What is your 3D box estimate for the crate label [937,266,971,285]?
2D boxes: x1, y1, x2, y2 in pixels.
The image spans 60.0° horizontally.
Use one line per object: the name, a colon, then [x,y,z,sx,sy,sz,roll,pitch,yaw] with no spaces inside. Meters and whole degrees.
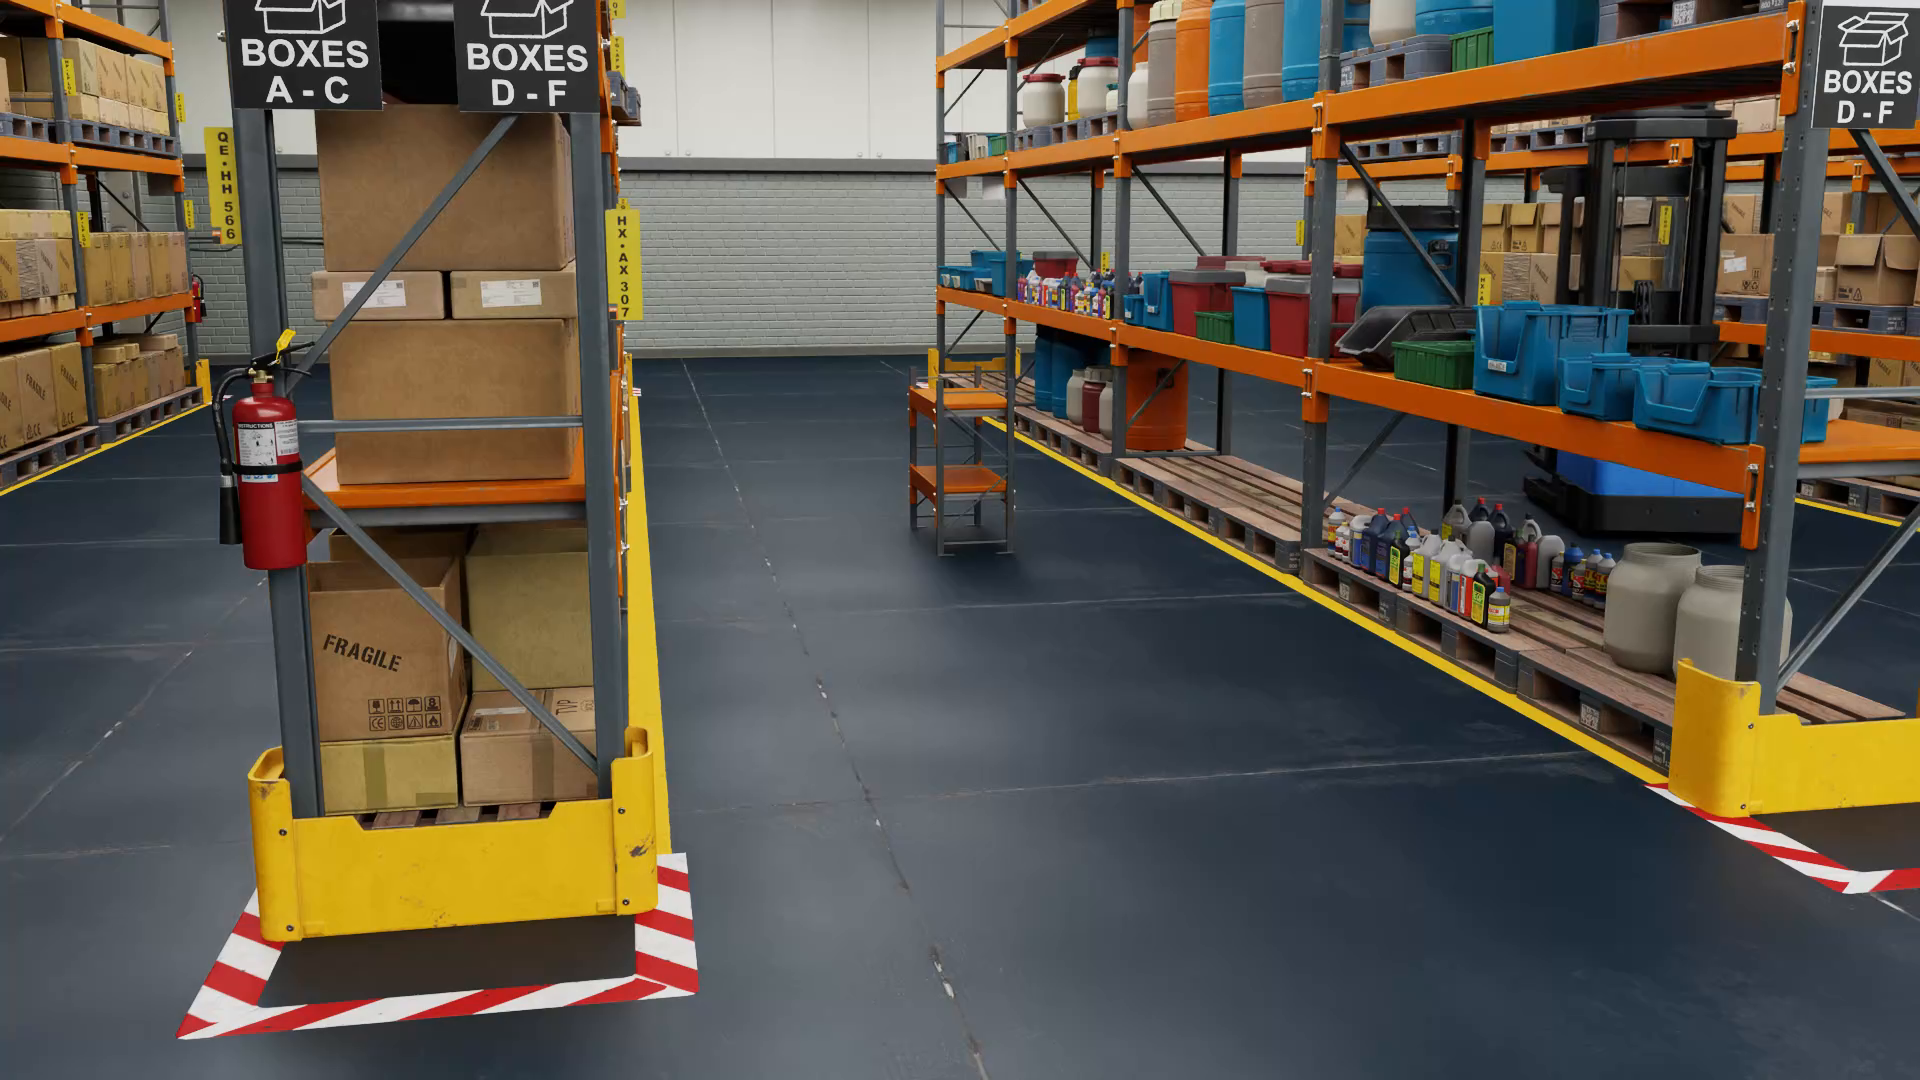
crate label: [-0.073,-3.340,21.012,0.416,0.233,0.303,-2,11,-11]

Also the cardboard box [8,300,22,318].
cardboard box: [-8.191,-1.957,14.073,0.380,0.149,0.250,-2,11,-13]

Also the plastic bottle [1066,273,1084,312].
plastic bottle: [1.048,-2.258,15.170,0.144,0.351,0.185,-2,11,-11]

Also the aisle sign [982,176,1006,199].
aisle sign: [0.475,-4.751,21.185,0.394,0.787,0.004,-2,11,-11]

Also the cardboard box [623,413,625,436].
cardboard box: [-2.758,-0.848,12.359,0.500,0.311,0.500,-2,11,-10]

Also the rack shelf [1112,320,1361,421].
rack shelf: [2.147,-1.263,11.734,1.077,0.370,4.000,-2,11,-11]

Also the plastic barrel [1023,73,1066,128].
plastic barrel: [0.836,-4.358,16.561,0.433,0.535,0.433,0,11,0]

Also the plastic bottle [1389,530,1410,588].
plastic bottle: [2.314,0.098,8.746,0.061,0.283,0.133,-2,11,-8]

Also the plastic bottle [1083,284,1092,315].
plastic bottle: [1.135,-2.114,14.627,0.097,0.271,0.097,0,11,0]

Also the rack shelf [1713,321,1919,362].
rack shelf: [7.005,-1.443,12.680,1.077,0.370,4.000,-2,11,-11]

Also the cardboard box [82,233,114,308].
cardboard box: [-8.828,-2.604,16.053,0.980,0.700,0.700,-2,11,-10]

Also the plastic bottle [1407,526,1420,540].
plastic bottle: [2.432,0.060,8.980,0.097,0.271,0.097,0,11,0]

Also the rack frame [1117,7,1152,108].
rack frame: [1.758,-4.930,13.033,1.000,3.000,0.127,-2,11,-11]

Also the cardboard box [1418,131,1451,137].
cardboard box: [5.627,-4.816,18.799,0.700,0.500,0.500,-3,11,-14]

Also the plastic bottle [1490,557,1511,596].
plastic bottle: [2.609,0.230,8.053,0.061,0.283,0.133,-2,11,-11]

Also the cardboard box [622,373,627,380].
cardboard box: [-3.318,-1.263,15.316,0.500,0.500,0.500,-2,11,-10]

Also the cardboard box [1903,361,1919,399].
cardboard box: [10.711,-1.795,18.167,0.500,0.500,0.500,-2,11,-8]

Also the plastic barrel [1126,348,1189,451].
plastic barrel: [1.646,-1.213,14.226,0.600,0.830,0.708,-2,11,-11]

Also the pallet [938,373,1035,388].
pallet: [0.324,-1.928,20.761,1.003,0.211,1.213,-2,11,-11]

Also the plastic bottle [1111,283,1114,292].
plastic bottle: [1.495,-2.358,15.909,0.097,0.271,0.097,0,11,0]

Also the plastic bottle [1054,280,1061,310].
plastic bottle: [0.936,-2.302,15.615,0.097,0.271,0.097,0,11,0]

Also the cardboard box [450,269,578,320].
cardboard box: [-1.411,-0.784,5.292,0.380,0.149,0.250,-2,11,-11]

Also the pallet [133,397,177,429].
pallet: [-9.050,-1.353,17.742,1.003,0.211,1.213,-2,11,-11]

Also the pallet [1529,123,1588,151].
pallet: [6.218,-3.865,15.965,1.003,0.211,1.213,-2,11,-8]

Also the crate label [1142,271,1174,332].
crate label: [1.686,-1.809,12.582,0.502,0.435,0.616,-2,11,-11]

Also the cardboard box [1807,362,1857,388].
cardboard box: [6.889,-1.301,13.514,0.500,0.250,0.500,-1,11,-5]

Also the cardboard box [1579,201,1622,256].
cardboard box: [6.366,-2.960,15.773,0.797,0.503,0.637,-2,11,-10]

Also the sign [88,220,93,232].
sign: [-10.062,-3.535,19.221,0.100,0.325,0.005,-2,11,-11]

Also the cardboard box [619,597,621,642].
cardboard box: [-1.820,0.335,7.647,0.500,0.250,0.500,-2,11,-11]

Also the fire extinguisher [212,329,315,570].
fire extinguisher: [-1.979,-0.260,4.747,0.296,0.674,0.183,-2,11,-11]

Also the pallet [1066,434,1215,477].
pallet: [1.563,-0.756,14.606,1.003,0.211,1.213,-2,11,-11]

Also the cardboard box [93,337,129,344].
cardboard box: [-9.355,-2.139,18.241,0.380,0.149,0.250,-2,11,-11]

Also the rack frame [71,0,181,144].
rack frame: [-9.516,-6.037,18.849,1.000,3.000,0.127,-2,11,-11]

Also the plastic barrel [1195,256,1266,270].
plastic barrel: [2.145,-1.976,13.192,0.600,0.536,0.708,-2,11,-11]

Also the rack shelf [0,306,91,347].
rack shelf: [-8.349,-1.636,13.696,1.077,0.370,4.000,-2,11,-11]

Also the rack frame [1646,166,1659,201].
rack frame: [9.945,-3.792,23.099,1.000,3.000,0.127,-2,11,-11]

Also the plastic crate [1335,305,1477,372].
plastic crate: [2.513,-1.118,9.217,0.767,0.338,0.504,-2,11,-11]

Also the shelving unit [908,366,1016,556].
shelving unit: [-0.001,-0.554,11.098,0.538,1.125,1.048,-2,11,-11]

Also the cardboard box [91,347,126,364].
cardboard box: [-8.671,-1.864,16.794,0.380,0.149,0.250,-2,11,-9]

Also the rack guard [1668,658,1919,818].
rack guard: [3.253,0.700,6.183,1.175,0.500,0.348,-2,11,-11]

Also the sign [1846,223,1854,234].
sign: [10.192,-3.463,19.053,0.100,0.325,0.005,-2,11,-11]

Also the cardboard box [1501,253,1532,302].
cardboard box: [5.878,-2.669,16.928,0.500,0.500,0.500,-2,11,-12]

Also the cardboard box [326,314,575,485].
cardboard box: [-1.624,-0.472,5.385,0.700,0.500,0.500,-2,11,-11]

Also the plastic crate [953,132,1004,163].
plastic crate: [0.229,-4.603,19.503,0.504,0.338,0.767,-2,11,-11]

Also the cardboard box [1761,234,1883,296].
cardboard box: [6.967,-2.222,13.460,0.700,0.500,0.500,0,11,-3]

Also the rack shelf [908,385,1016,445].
rack shelf: [-0.001,-0.841,11.043,0.538,0.278,1.000,-2,11,-11]

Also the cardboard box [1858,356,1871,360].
cardboard box: [10.859,-2.228,19.788,0.380,0.149,0.250,-2,11,-9]

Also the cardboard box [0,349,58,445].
cardboard box: [-8.308,-1.229,14.260,0.750,0.750,0.750,-2,11,-9]

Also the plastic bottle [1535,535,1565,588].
plastic bottle: [3.071,0.104,8.734,0.152,0.276,0.135,-2,11,-10]

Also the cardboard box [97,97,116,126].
cardboard box: [-8.699,-4.242,16.450,0.500,0.250,0.500,-2,11,-12]

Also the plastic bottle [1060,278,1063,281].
plastic bottle: [1.025,-2.393,16.078,0.152,0.276,0.135,-2,11,-11]

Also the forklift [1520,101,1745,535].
forklift: [4.908,-1.703,12.307,1.130,2.935,3.031,1,11,6]

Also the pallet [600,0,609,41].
pallet: [-1.899,-2.121,6.534,1.003,0.211,1.213,-2,11,-11]

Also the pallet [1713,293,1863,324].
pallet: [6.859,-1.942,13.892,1.213,0.211,1.003,-2,11,-11]
